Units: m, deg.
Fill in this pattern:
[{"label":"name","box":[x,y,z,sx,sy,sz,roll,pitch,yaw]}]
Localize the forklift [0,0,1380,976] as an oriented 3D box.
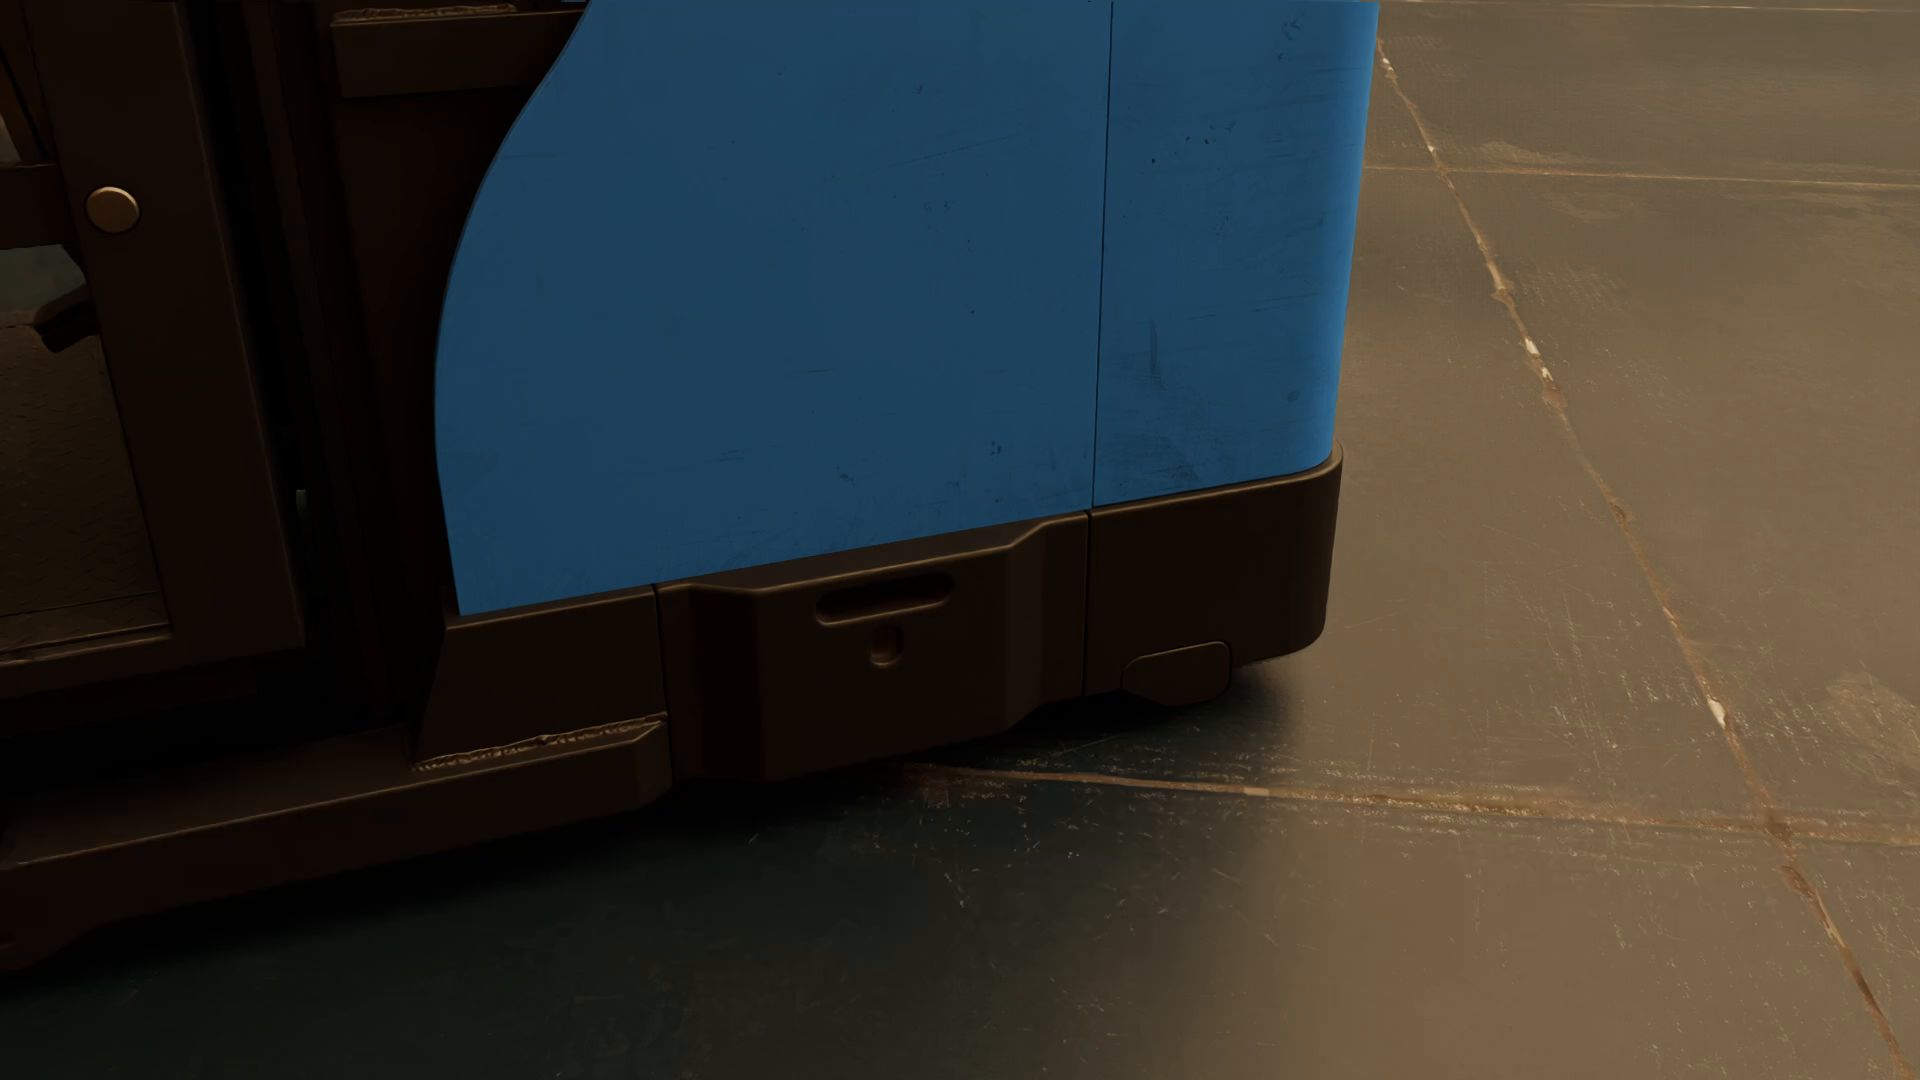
[{"label":"forklift","box":[-1.103,-1.096,1.413,3.031,2.935,1.130,-10,28,-19]}]
